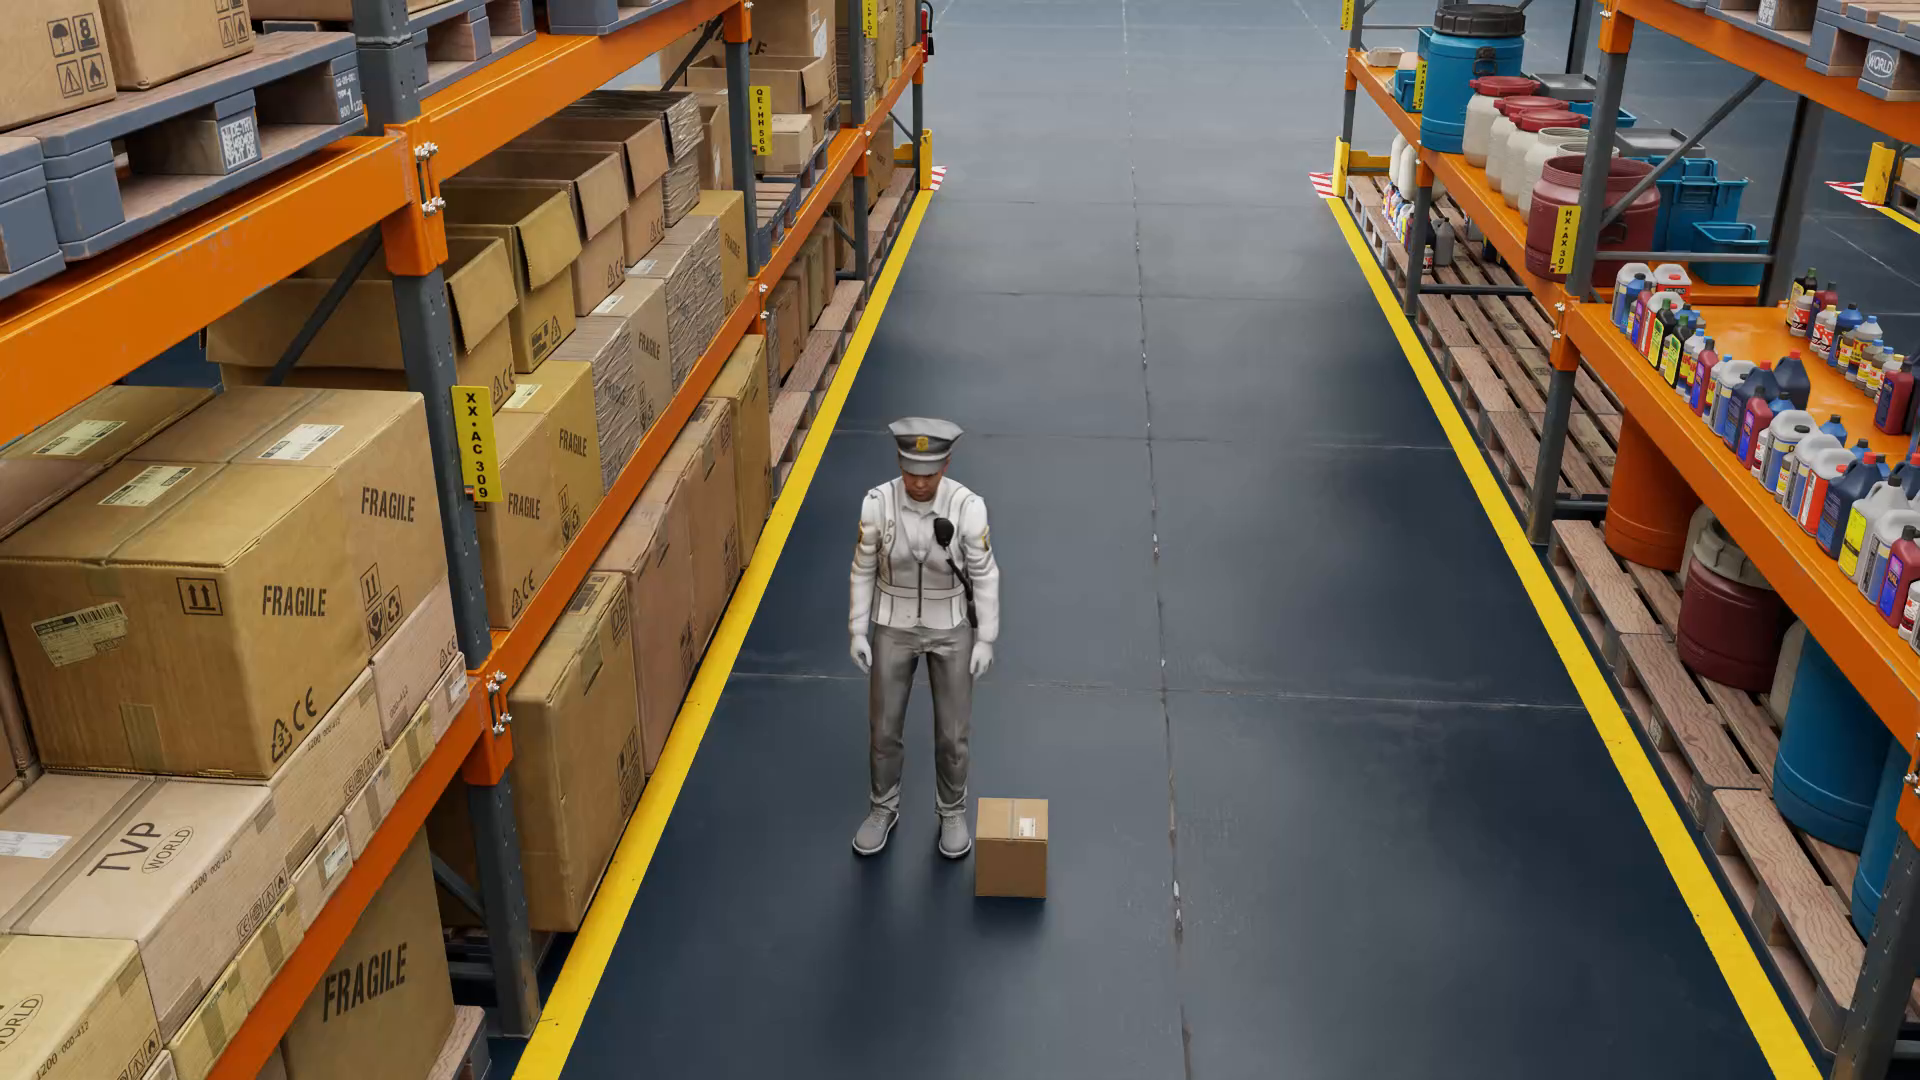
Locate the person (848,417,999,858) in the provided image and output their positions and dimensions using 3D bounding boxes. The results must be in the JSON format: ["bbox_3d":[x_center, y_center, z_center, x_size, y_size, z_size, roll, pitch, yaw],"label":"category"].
[{"bbox_3d":[-0.129,0.342,5.856,0.529,1.664,0.374,2,25,5],"label":"person"}]
